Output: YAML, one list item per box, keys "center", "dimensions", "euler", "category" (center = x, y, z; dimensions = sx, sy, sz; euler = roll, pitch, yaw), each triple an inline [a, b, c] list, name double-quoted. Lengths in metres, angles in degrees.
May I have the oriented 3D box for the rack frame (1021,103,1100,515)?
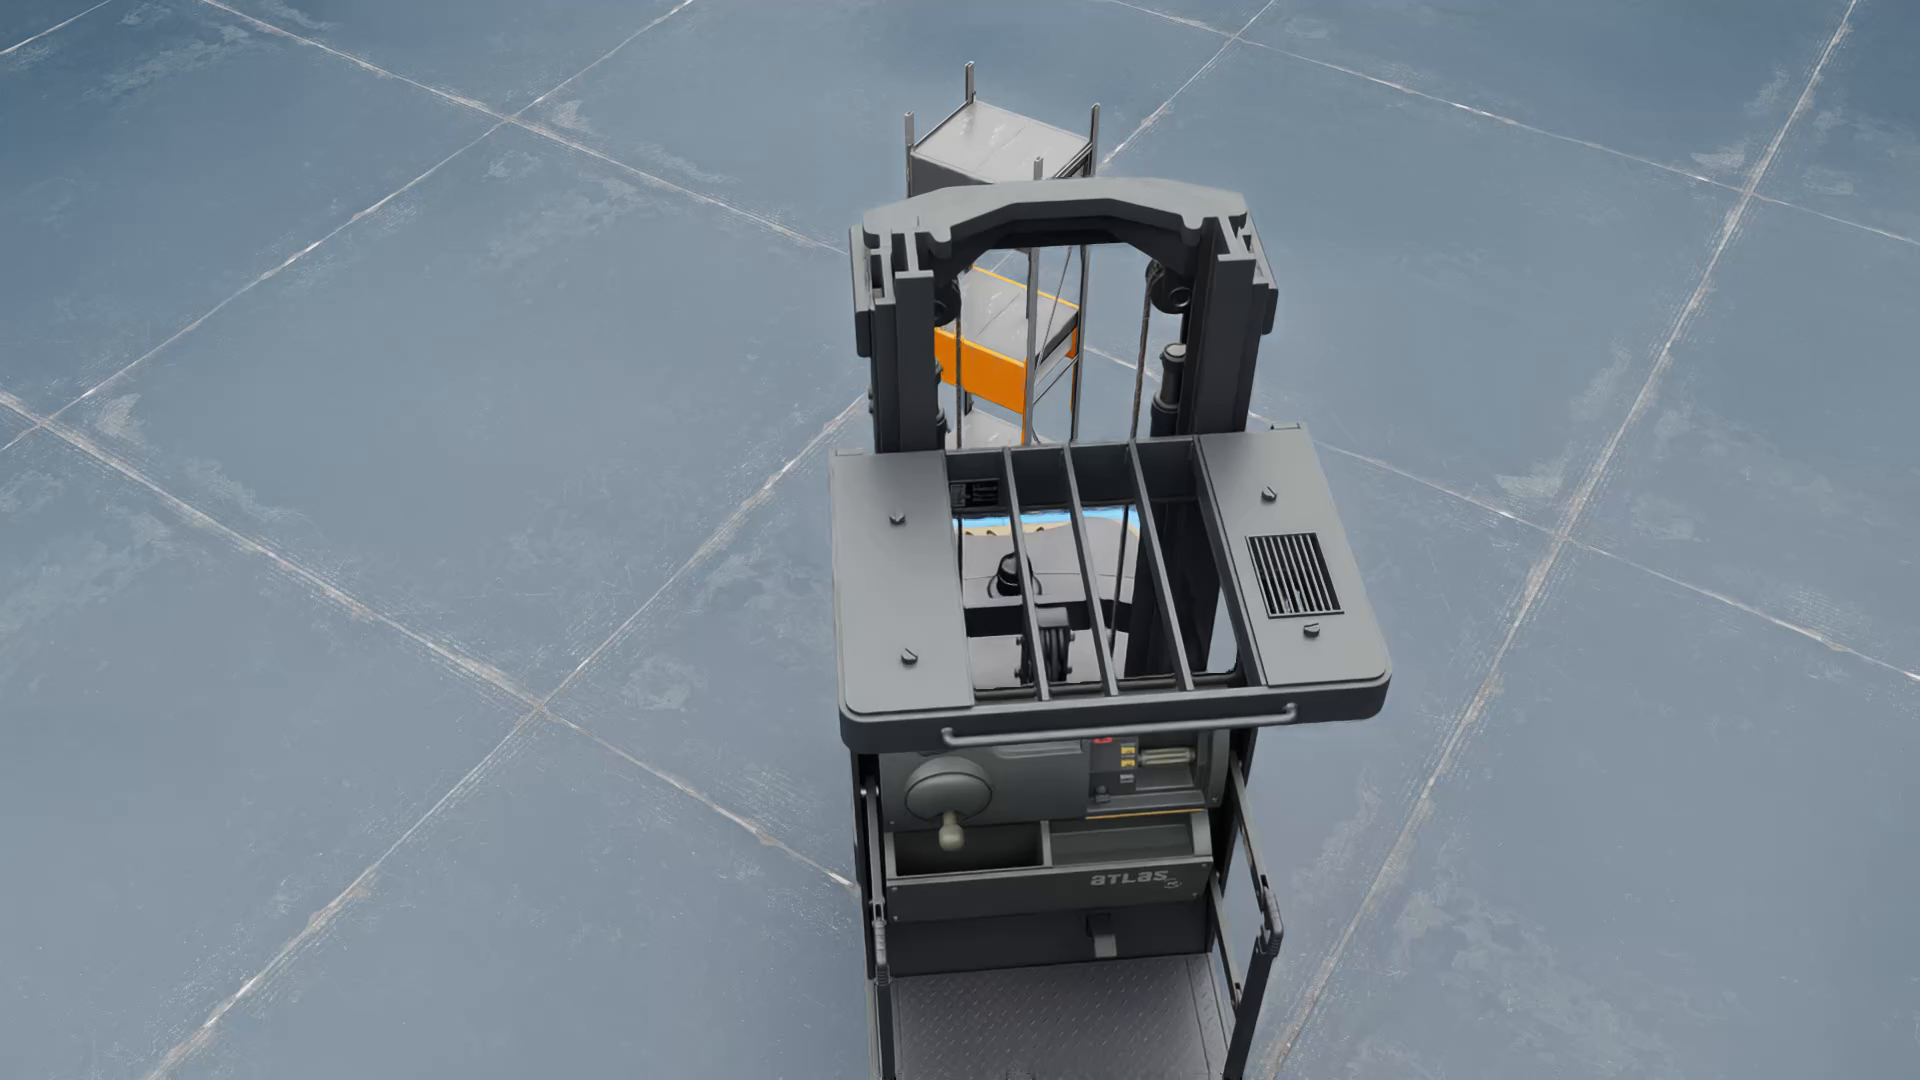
- center: [0.345, -0.573, 6.065]
  dimensions: [0.015, 2.100, 0.400]
  euler: [25, 51, 22]
  category: "rack frame"

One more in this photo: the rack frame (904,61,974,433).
- center: [-0.066, -0.762, 6.248]
  dimensions: [0.015, 2.100, 0.400]
  euler: [25, 51, 22]
  category: "rack frame"

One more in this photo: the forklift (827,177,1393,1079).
- center: [0.271, 0.699, 4.249]
  dimensions: [1.130, 2.935, 3.031]
  euler: [-4, 46, -4]
  category: "forklift"

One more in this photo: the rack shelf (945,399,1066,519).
- center: [0.139, -0.170, 6.668]
  dimensions: [0.480, 0.518, 0.431]
  euler: [25, 51, 22]
  category: "rack shelf"

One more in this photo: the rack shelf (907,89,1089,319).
- center: [0.139, -1.146, 5.664]
  dimensions: [0.480, 0.518, 0.431]
  euler: [25, 51, 22]
  category: "rack shelf"

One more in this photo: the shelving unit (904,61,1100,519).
- center: [0.139, -0.668, 6.157]
  dimensions: [0.503, 2.100, 0.431]
  euler: [25, 51, 22]
  category: "shelving unit"

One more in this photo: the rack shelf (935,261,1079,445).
- center: [0.139, -0.658, 6.166]
  dimensions: [0.480, 0.518, 0.431]
  euler: [25, 51, 22]
  category: "rack shelf"
